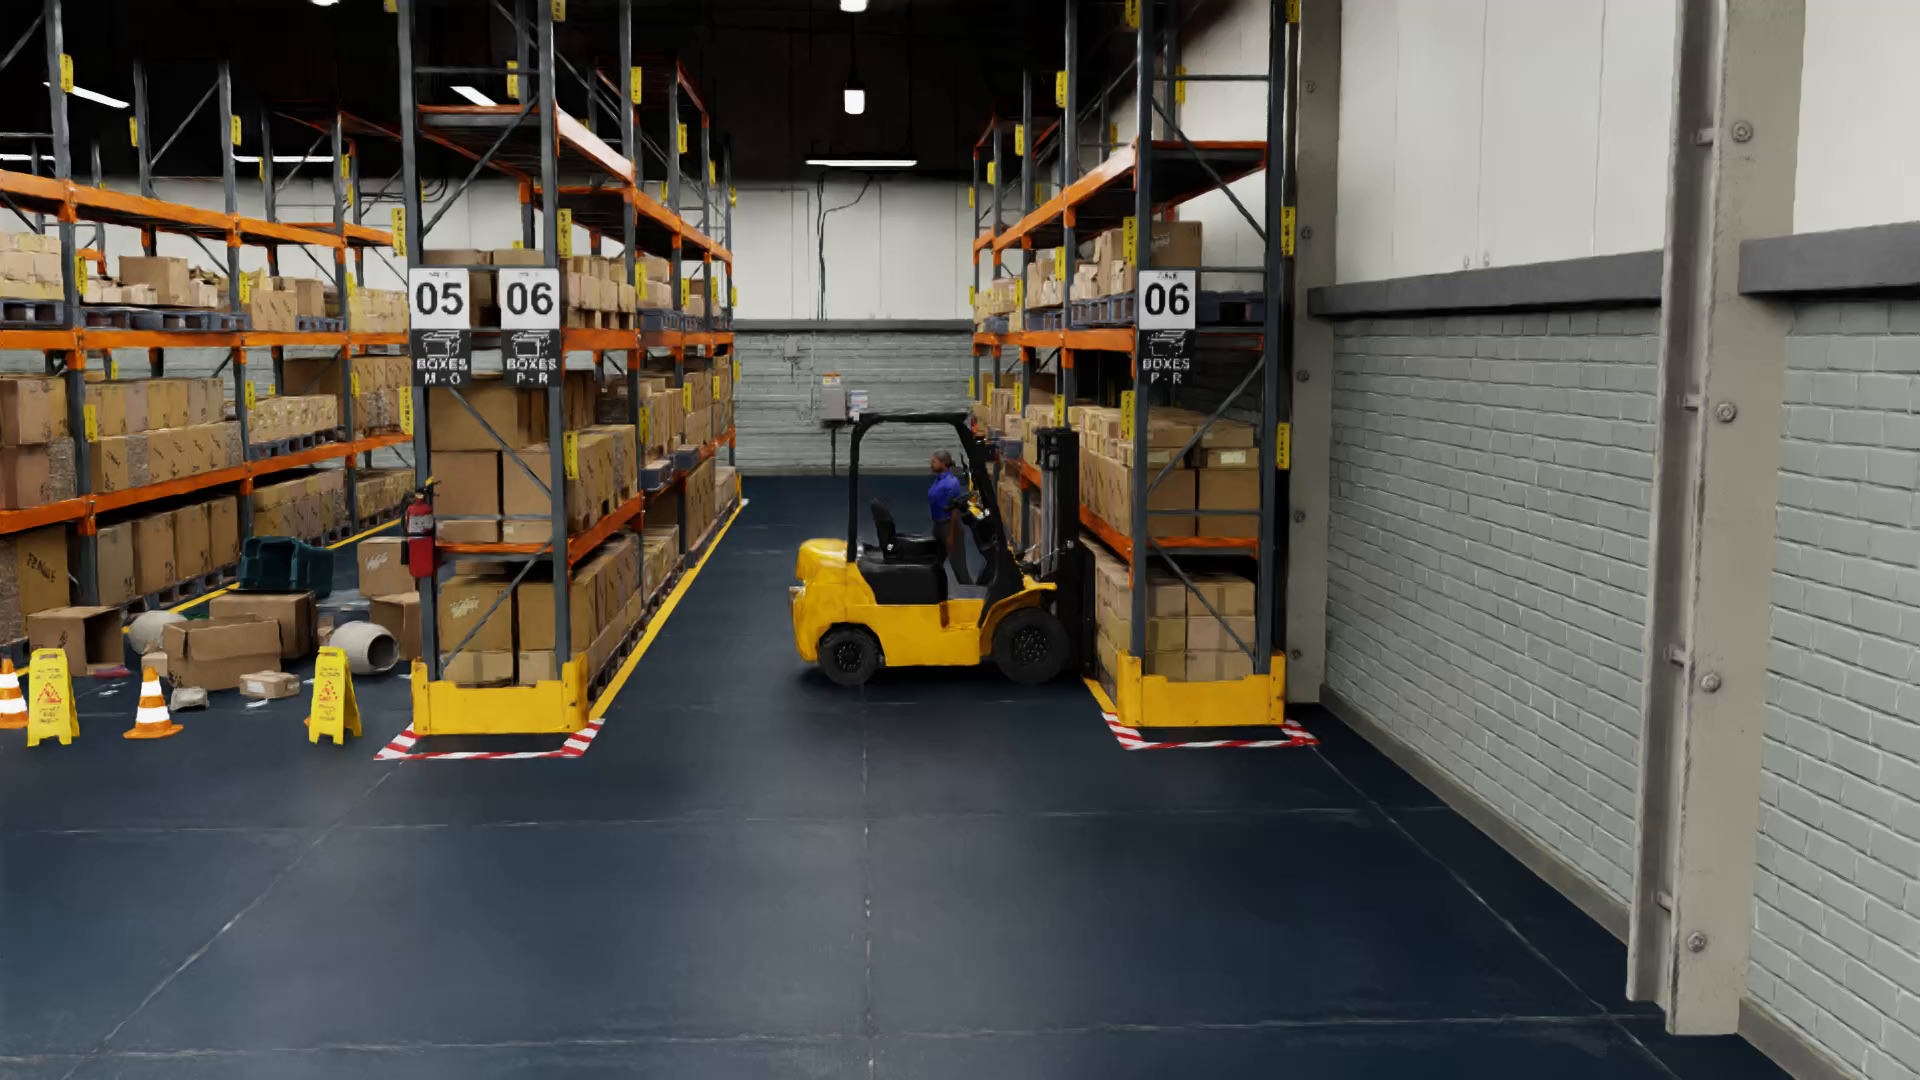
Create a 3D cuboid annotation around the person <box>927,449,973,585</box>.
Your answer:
[{"bbox_3d":[-0.176,-0.074,16.292,0.611,1.643,0.600,-4,8,-27],"label":"person"}]
